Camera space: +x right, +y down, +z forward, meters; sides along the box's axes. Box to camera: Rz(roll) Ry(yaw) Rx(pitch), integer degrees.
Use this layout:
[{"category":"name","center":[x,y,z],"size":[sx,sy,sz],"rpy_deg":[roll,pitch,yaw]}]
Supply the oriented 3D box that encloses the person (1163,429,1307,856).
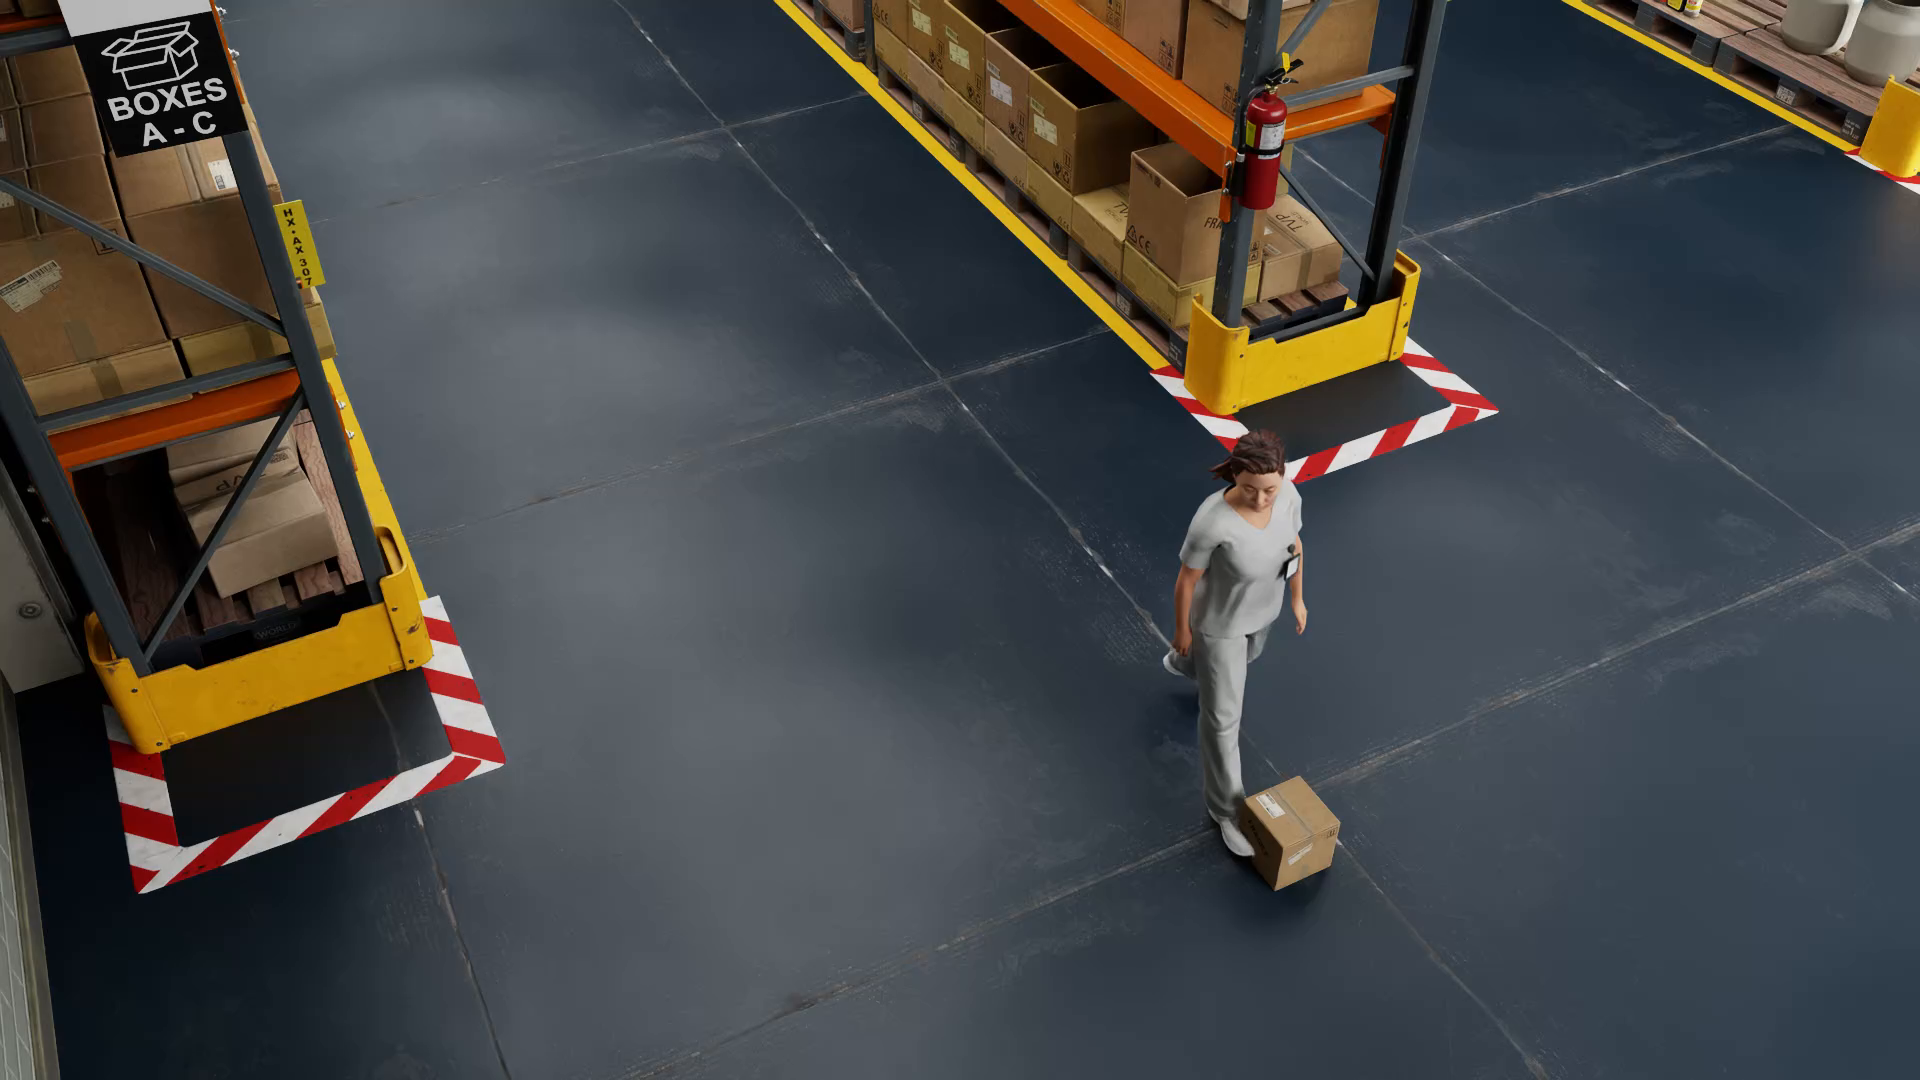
[{"category":"person","center":[0.998,0.227,5.897],"size":[0.567,1.653,0.901],"rpy_deg":[-24,47,-25]}]
